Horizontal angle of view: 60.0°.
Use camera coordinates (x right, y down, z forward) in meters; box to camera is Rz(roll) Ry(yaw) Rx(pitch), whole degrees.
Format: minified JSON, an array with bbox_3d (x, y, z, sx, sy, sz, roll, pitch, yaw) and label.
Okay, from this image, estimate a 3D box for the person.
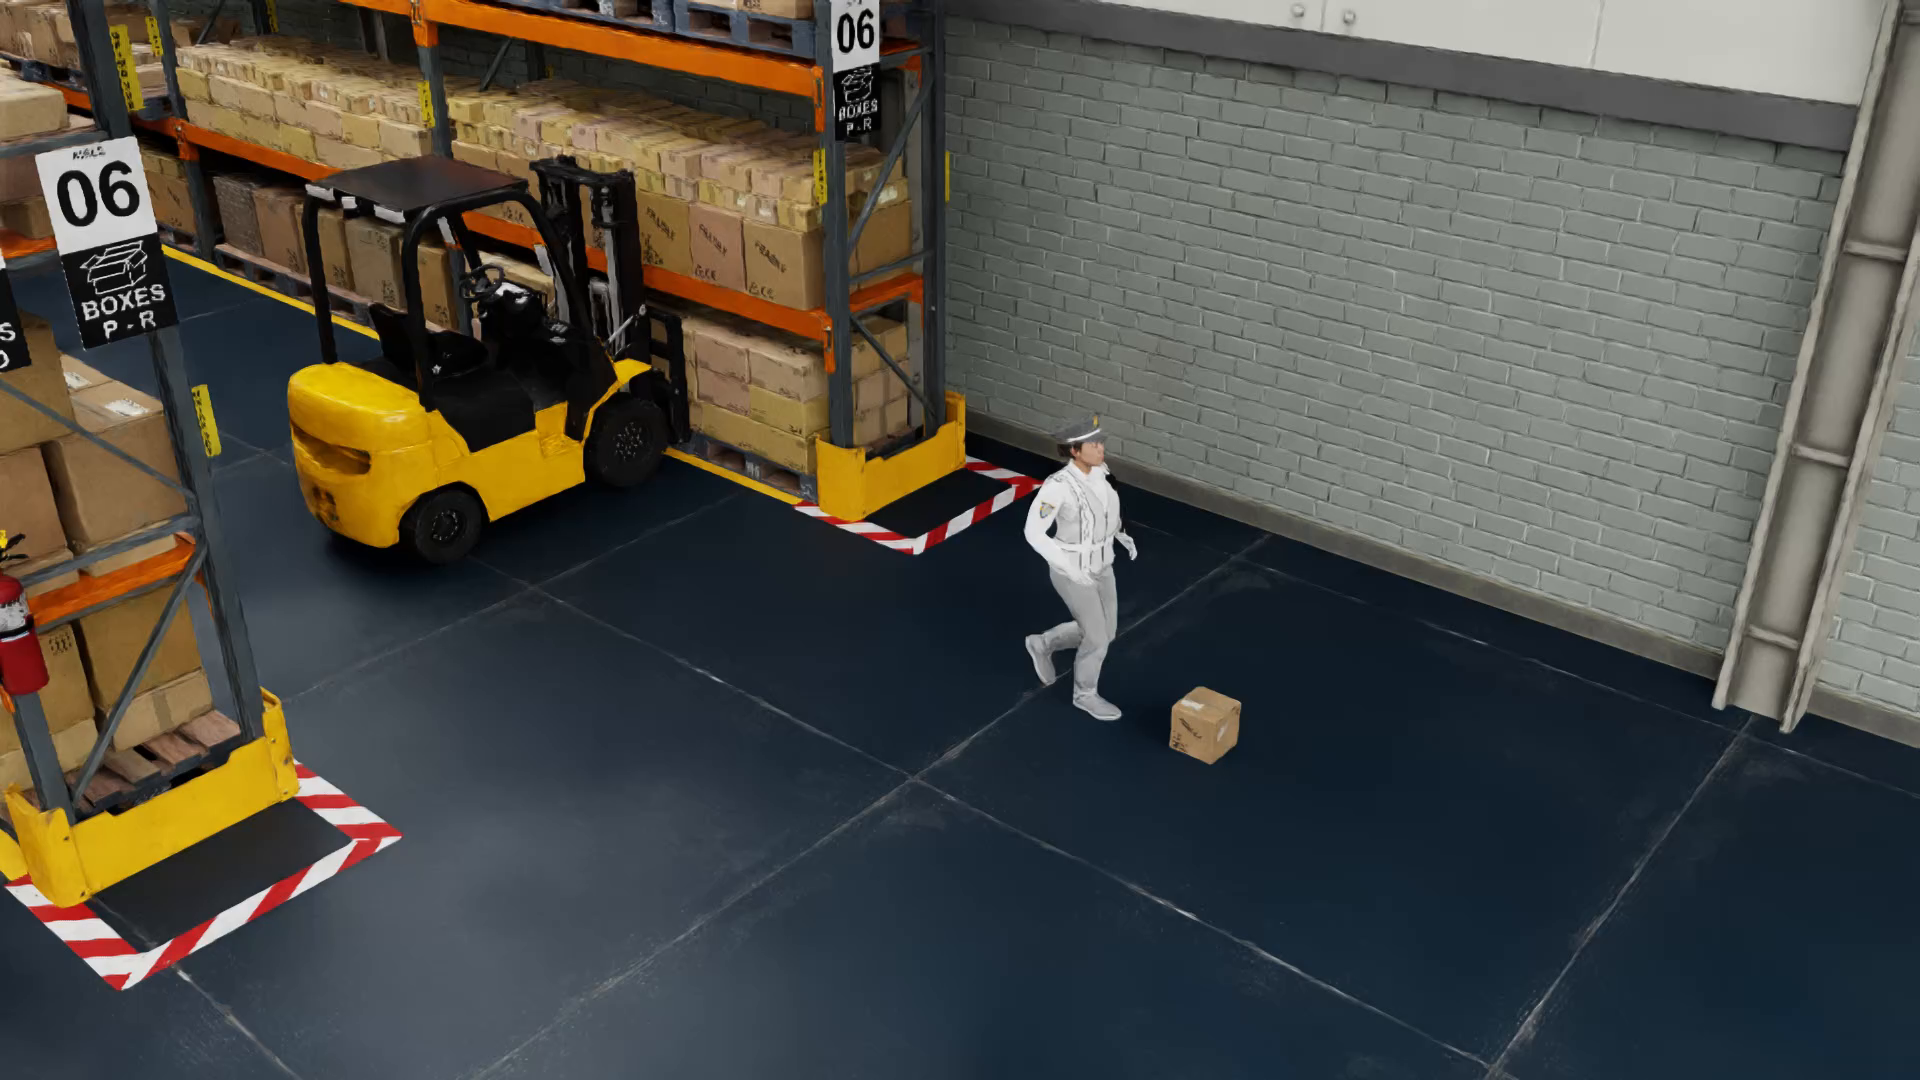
[{"bbox_3d":[0.594,0.113,8.391,0.598,1.662,0.635,20,34,34],"label":"person"}]
